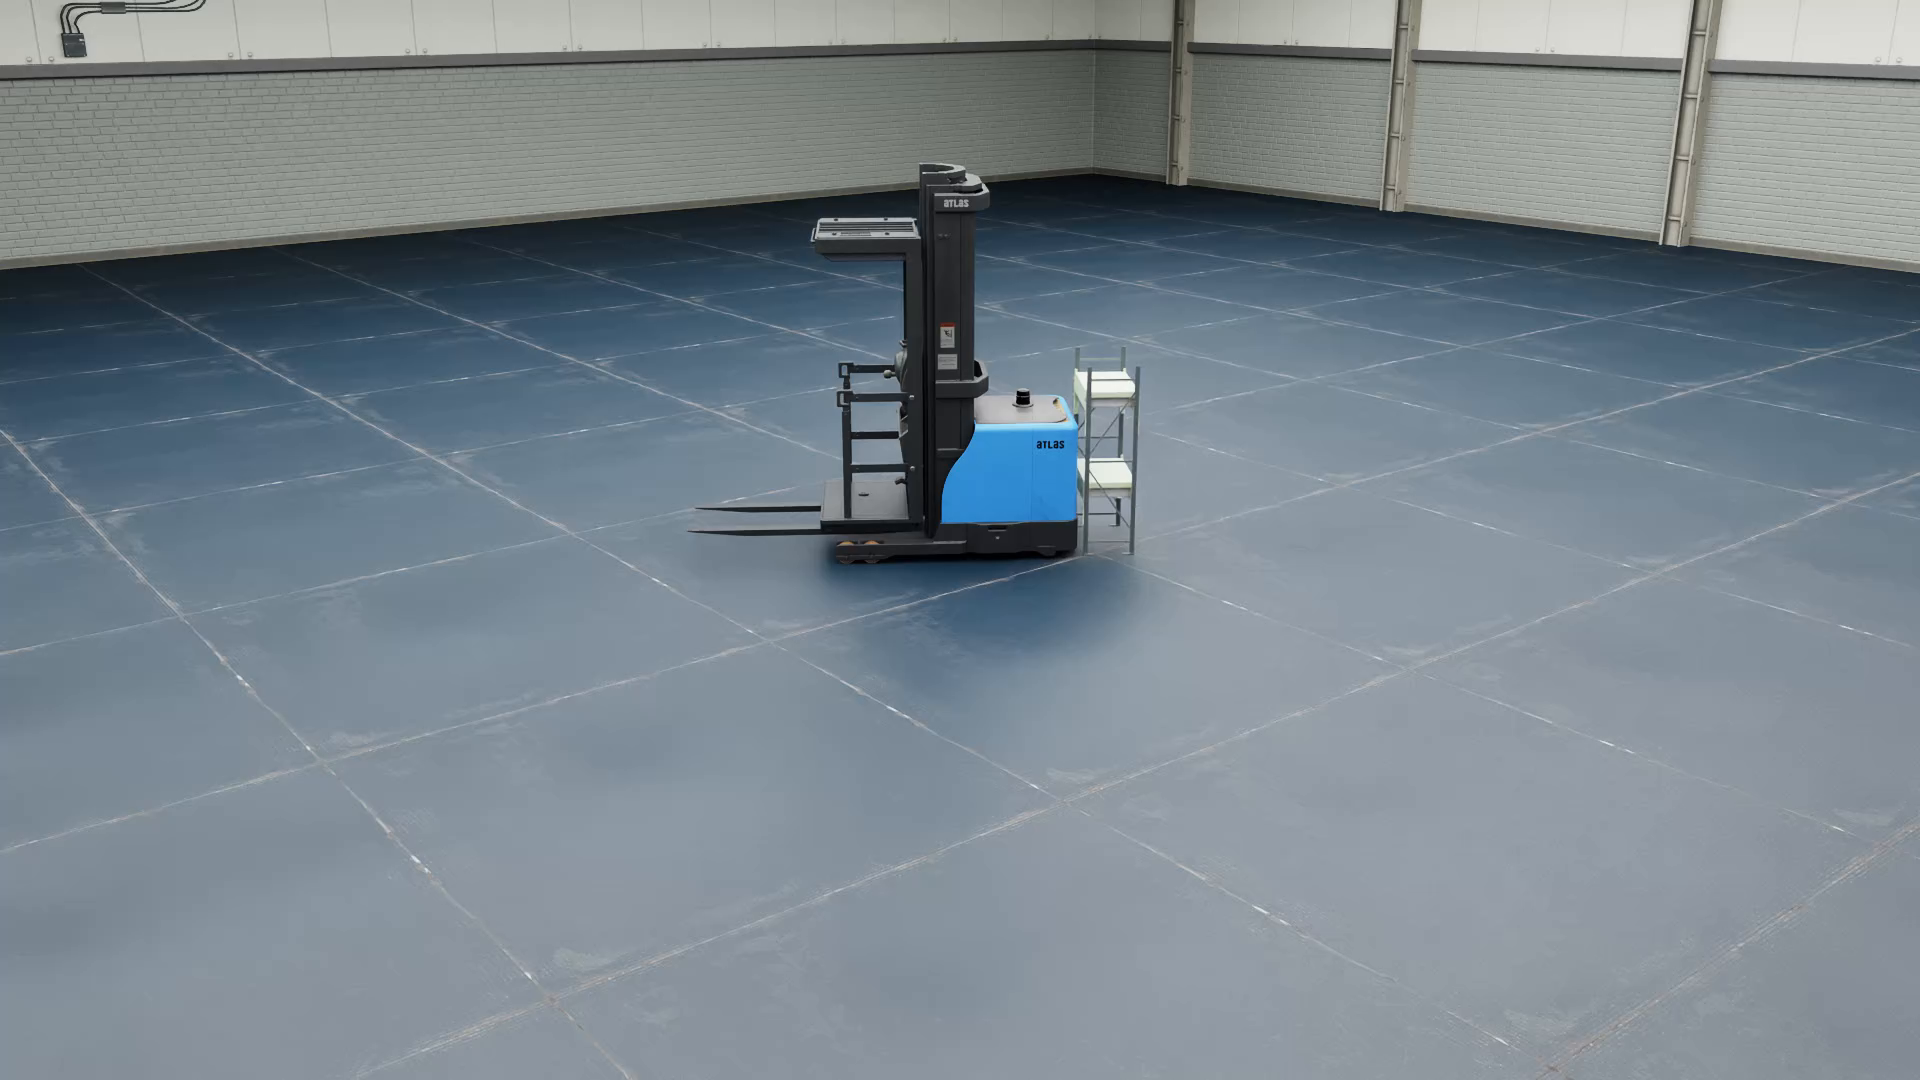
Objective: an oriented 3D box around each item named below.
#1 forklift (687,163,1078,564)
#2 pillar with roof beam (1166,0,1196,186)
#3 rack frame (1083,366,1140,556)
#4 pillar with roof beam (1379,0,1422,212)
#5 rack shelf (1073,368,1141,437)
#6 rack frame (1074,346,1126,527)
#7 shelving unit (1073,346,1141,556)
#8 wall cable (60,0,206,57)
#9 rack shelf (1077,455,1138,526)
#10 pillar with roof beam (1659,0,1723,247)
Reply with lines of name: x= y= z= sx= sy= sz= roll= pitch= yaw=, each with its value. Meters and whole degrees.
forklift: x=-0.622 y=-1.380 z=12.869 sx=3.031 sy=2.935 sz=1.130 roll=-1 pitch=18 yaw=-3
pillar with roof beam: x=1.548 y=-11.507 z=33.796 sx=9.100 sy=9.000 sz=0.400 roll=-14 pitch=23 yaw=-36
rack frame: x=1.161 y=-0.598 z=12.781 sx=0.400 sy=1.500 sz=0.023 roll=-1 pitch=18 yaw=-3
pillar with roof beam: x=5.274 y=-10.028 z=29.332 sx=9.100 sy=9.000 sz=0.400 roll=-14 pitch=23 yaw=-36
rack shelf: x=1.141 y=-1.083 z=13.005 sx=0.431 sy=0.370 sz=0.720 roll=-1 pitch=18 yaw=-3
rack frame: x=1.120 y=-0.827 z=13.475 sx=0.400 sy=1.500 sz=0.023 roll=-1 pitch=18 yaw=-3
shelving unit: x=1.141 y=-0.712 z=13.128 sx=0.431 sy=1.500 sz=0.755 roll=-1 pitch=18 yaw=-3
wall cable: x=-13.111 y=-10.646 z=25.788 sx=2.305 sy=6.003 sz=0.169 roll=-14 pitch=23 yaw=-36
rack shelf: x=1.141 y=-0.403 z=13.231 sx=0.431 sy=0.370 sz=0.720 roll=-1 pitch=18 yaw=-3
pillar with roof beam: x=8.999 y=-8.550 z=24.867 sx=9.100 sy=9.000 sz=0.400 roll=-14 pitch=23 yaw=-36
